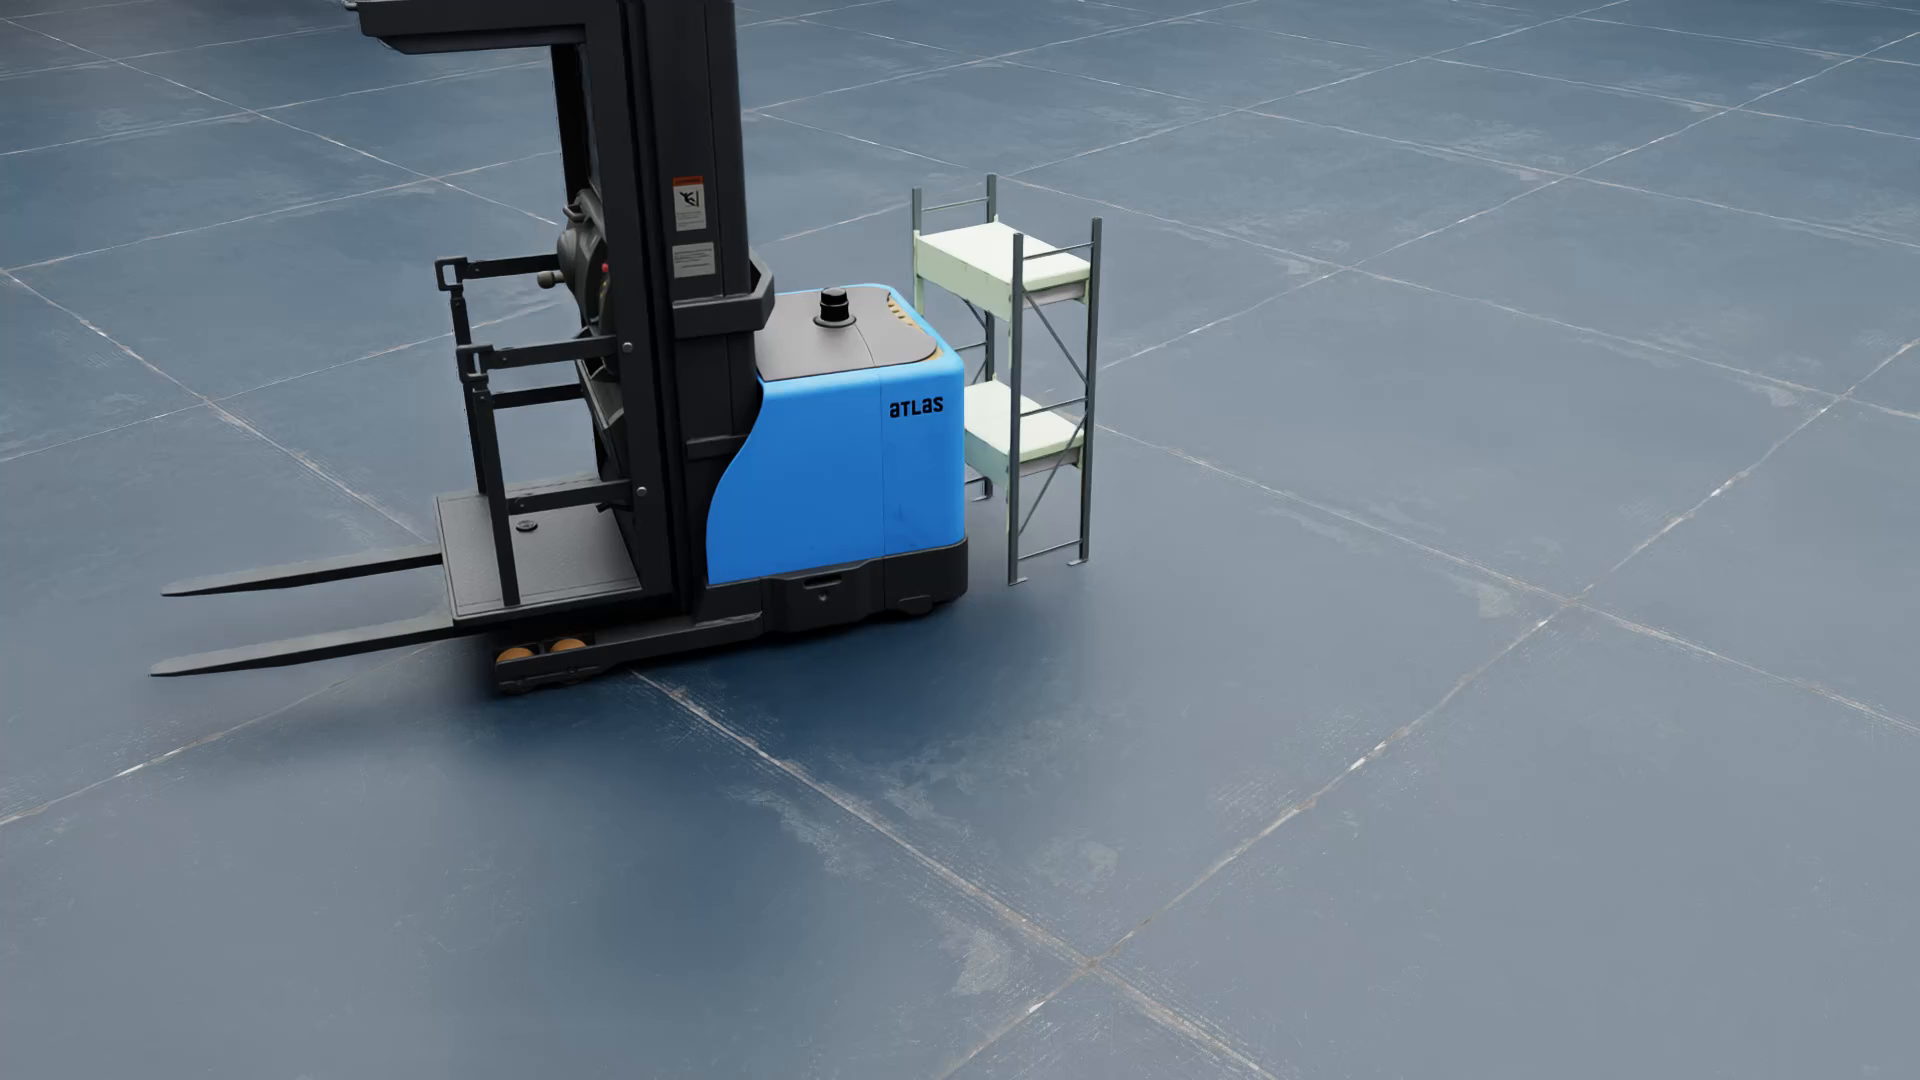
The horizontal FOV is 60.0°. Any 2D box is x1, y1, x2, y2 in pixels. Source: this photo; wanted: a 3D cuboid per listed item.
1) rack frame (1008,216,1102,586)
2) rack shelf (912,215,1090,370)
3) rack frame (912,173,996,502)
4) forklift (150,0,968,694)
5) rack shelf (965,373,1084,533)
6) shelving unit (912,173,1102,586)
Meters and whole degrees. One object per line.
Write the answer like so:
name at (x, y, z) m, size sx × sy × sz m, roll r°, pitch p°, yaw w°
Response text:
rack frame at (0.372, -0.527, 6.641) m, size 0.400 × 1.500 × 0.023 m, roll -17°, pitch 32°, yaw -28°
rack shelf at (0.175, -1.016, 6.732) m, size 0.431 × 0.370 × 0.720 m, roll -17°, pitch 32°, yaw -28°
rack frame at (-0.022, -0.814, 7.187) m, size 0.400 × 1.500 × 0.023 m, roll -17°, pitch 32°, yaw -28°
forklift at (-1.542, -1.005, 6.013) m, size 3.031 × 2.935 × 1.130 m, roll -9°, pitch 29°, yaw -17°
rack shelf at (0.175, -0.382, 7.066) m, size 0.431 × 0.370 × 0.720 m, roll -17°, pitch 32°, yaw -28°
shelving unit at (0.175, -0.671, 6.914) m, size 0.431 × 1.500 × 0.755 m, roll -17°, pitch 32°, yaw -28°
